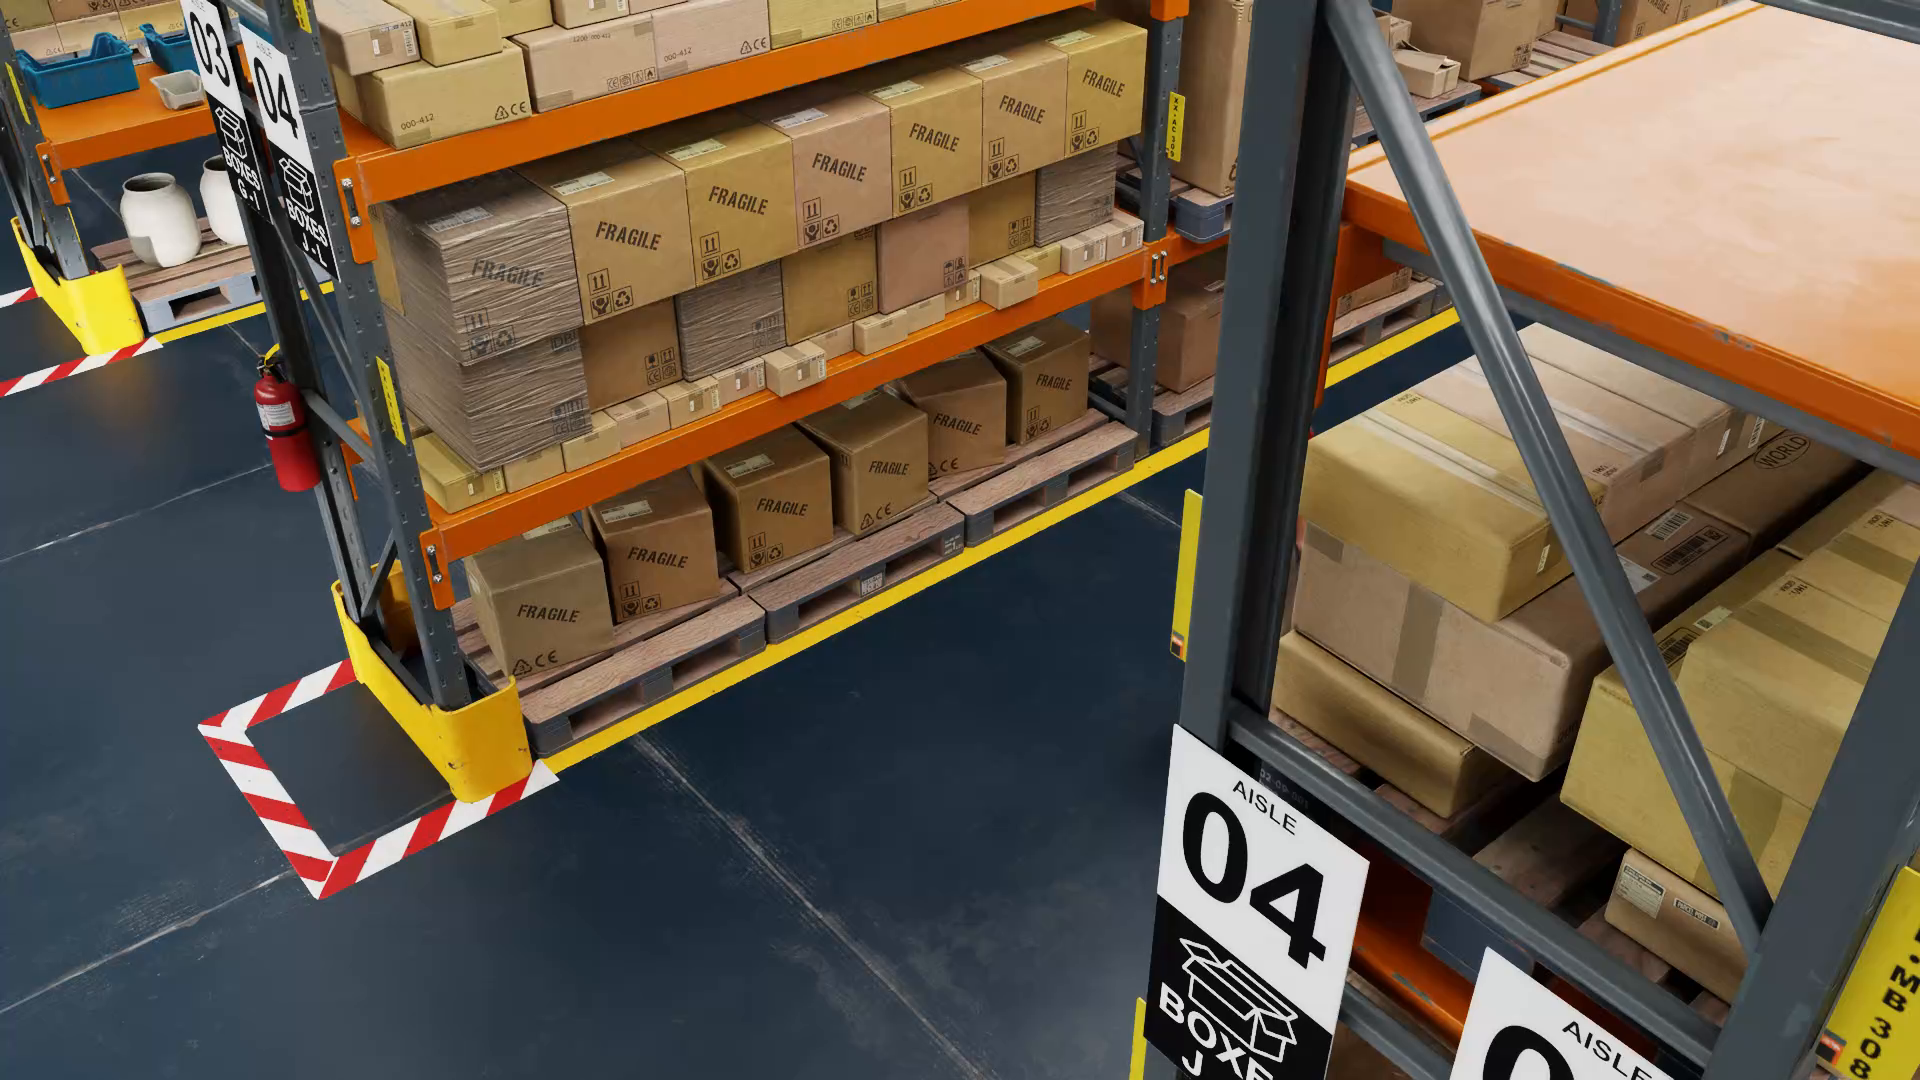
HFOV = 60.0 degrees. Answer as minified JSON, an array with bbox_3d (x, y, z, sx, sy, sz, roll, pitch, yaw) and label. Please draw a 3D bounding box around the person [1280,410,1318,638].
[{"bbox_3d":[1.238,0.047,6.964,0.568,1.657,0.359,-28,44,-33],"label":"person"}]
